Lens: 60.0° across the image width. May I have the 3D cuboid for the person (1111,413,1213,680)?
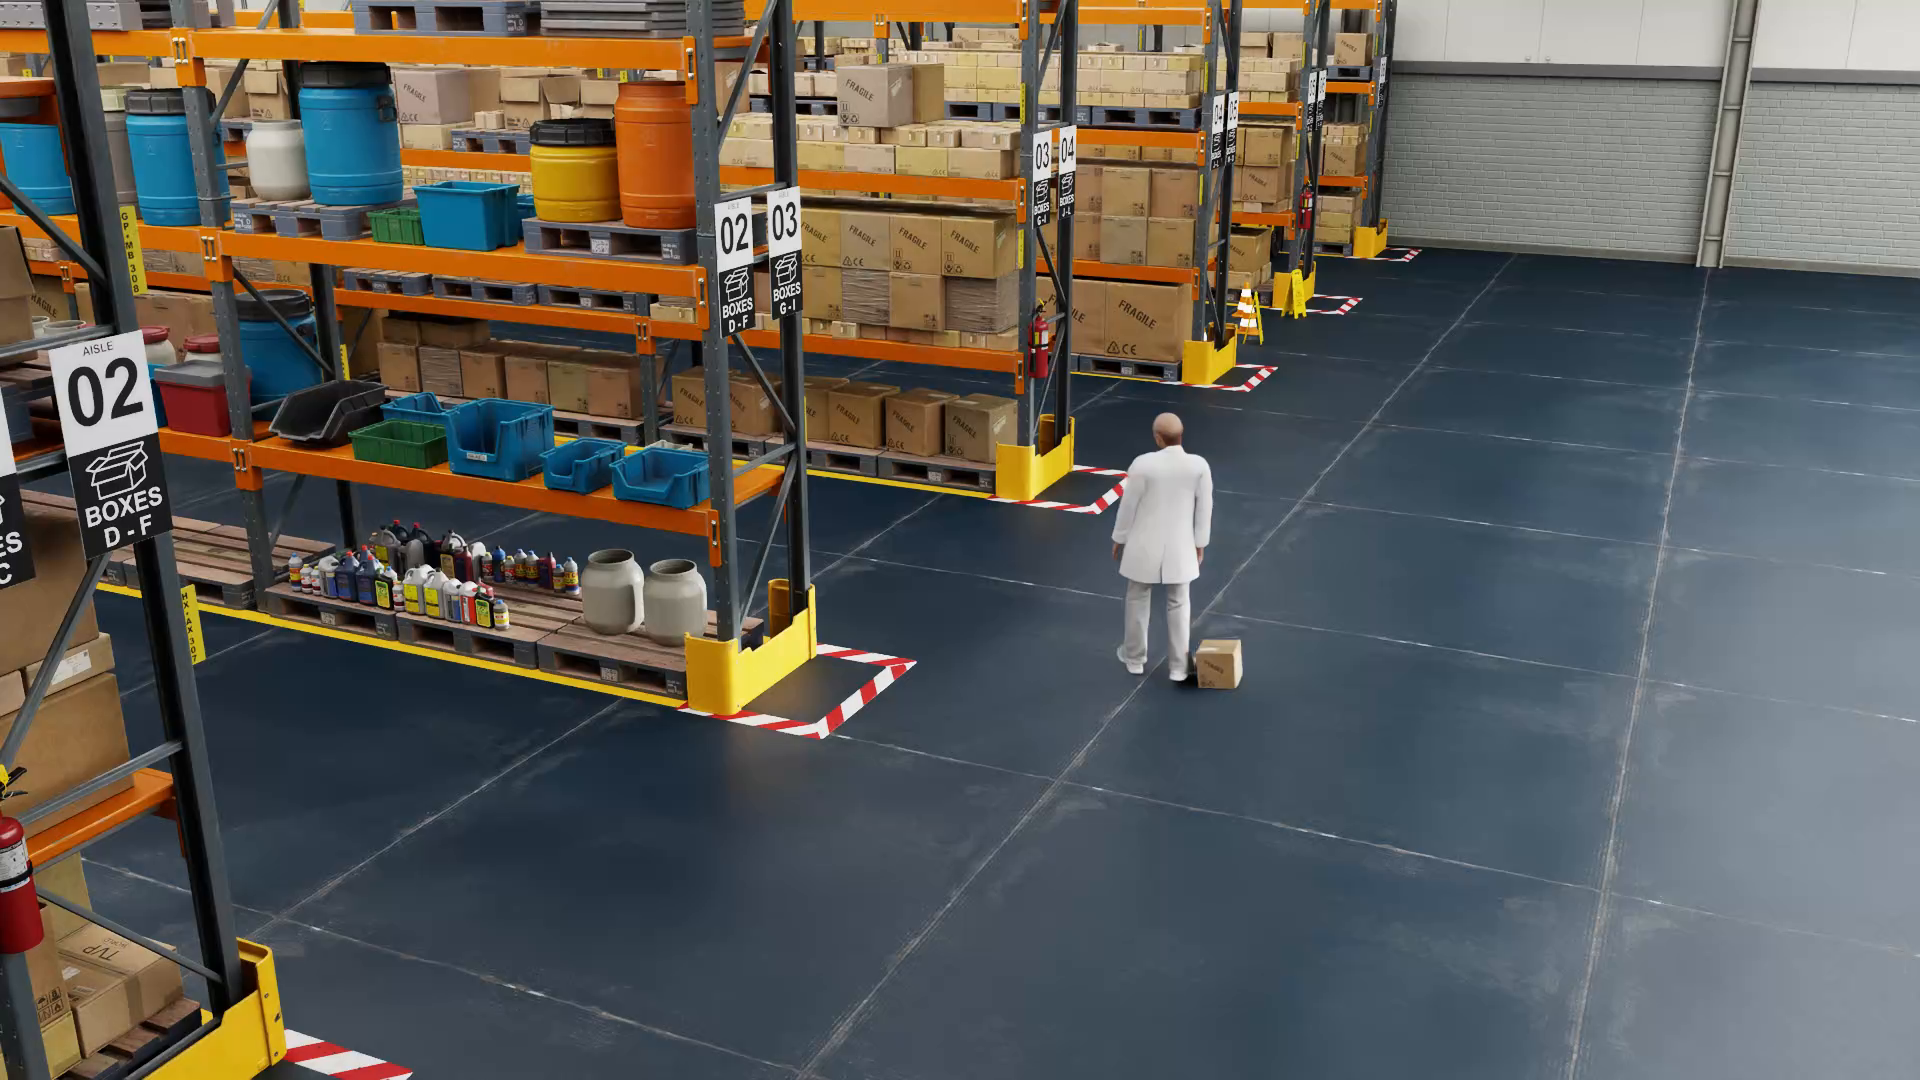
[{"bbox_3d":[1.314,0.024,10.918,0.649,1.788,0.507,-1,19,-4],"label":"person"}]
